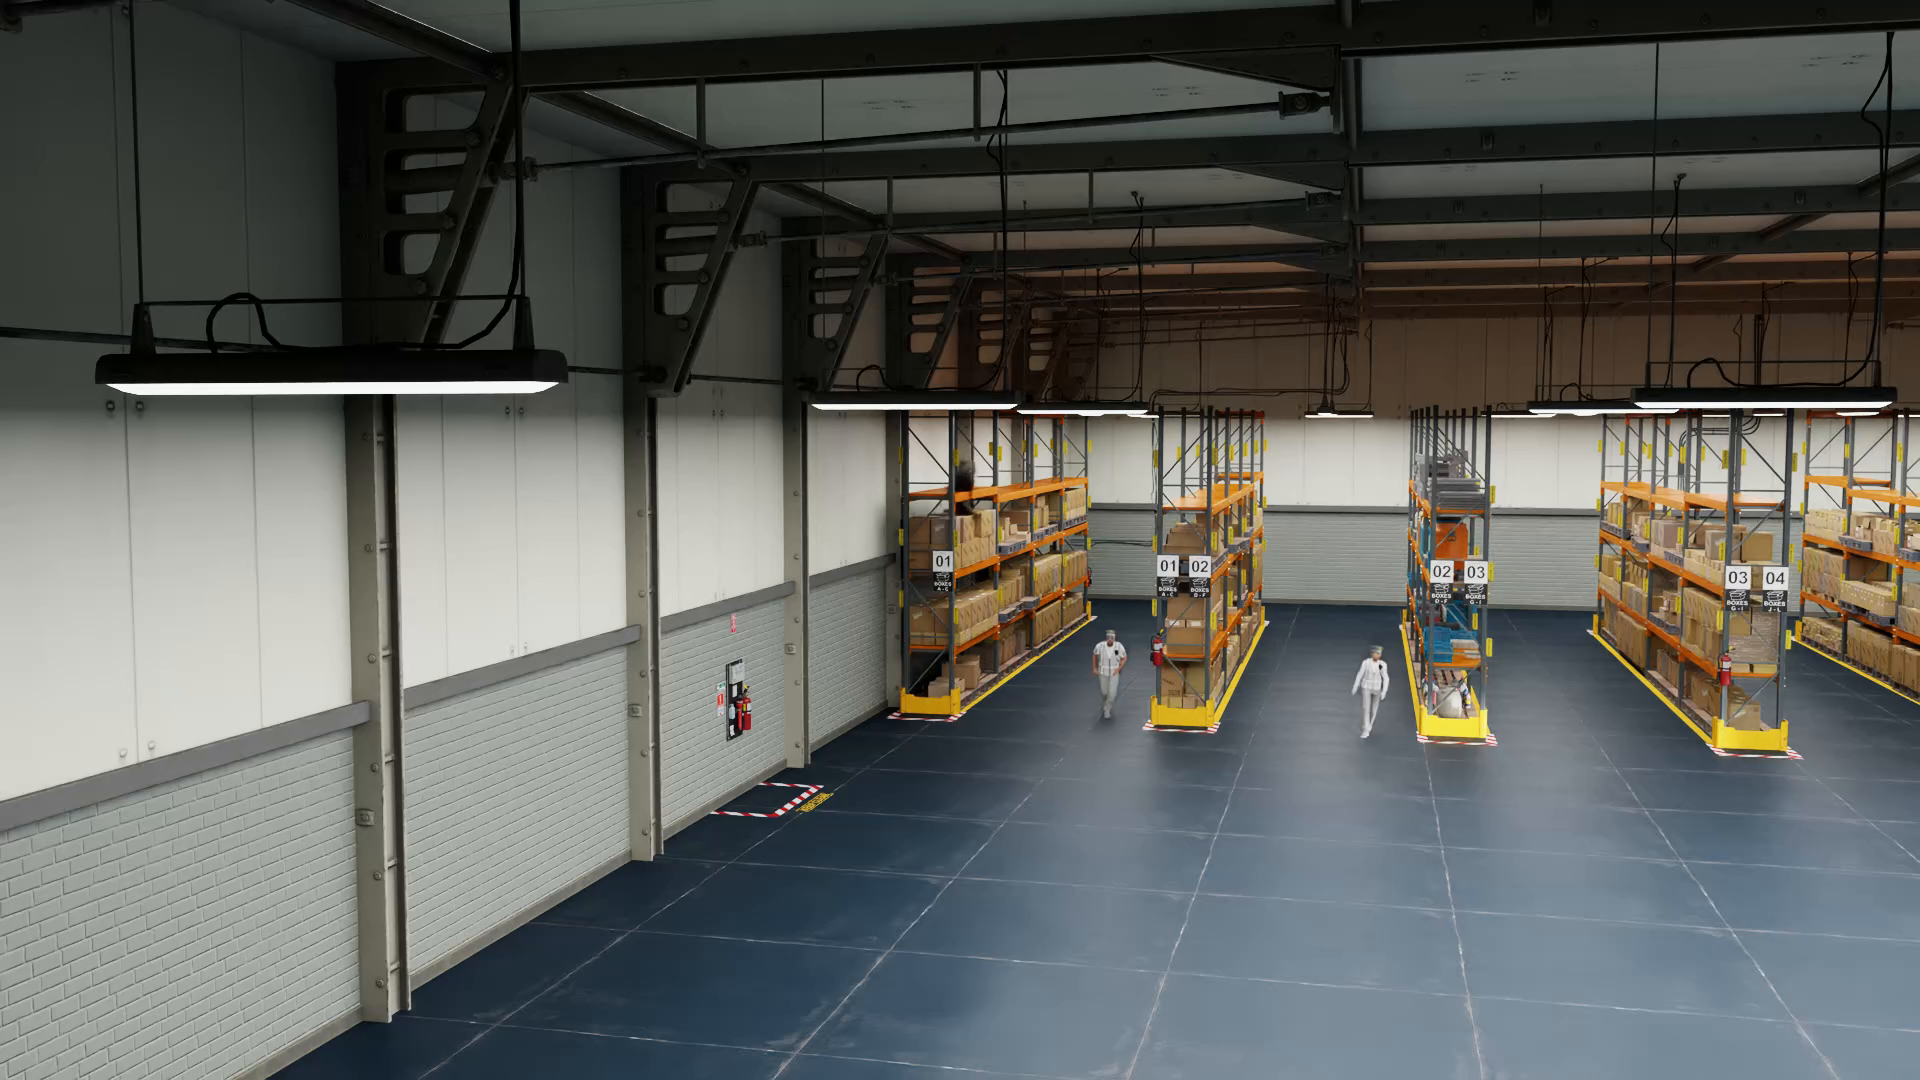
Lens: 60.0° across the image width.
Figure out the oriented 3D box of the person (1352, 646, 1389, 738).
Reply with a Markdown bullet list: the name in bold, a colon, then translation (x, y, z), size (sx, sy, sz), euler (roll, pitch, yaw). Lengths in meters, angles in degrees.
- **person**: translation (7.488, 2.734, 30.306), size (0.645, 1.628, 0.868), euler (0, 4, 5)

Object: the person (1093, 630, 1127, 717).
- **person**: translation (2.901, 2.564, 32.243), size (0.647, 1.714, 0.683), euler (0, 4, 0)

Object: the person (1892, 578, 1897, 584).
- **person**: translation (23.659, 1.852, 41.949), size (0.701, 1.760, 1.022), euler (1, 4, 7)
